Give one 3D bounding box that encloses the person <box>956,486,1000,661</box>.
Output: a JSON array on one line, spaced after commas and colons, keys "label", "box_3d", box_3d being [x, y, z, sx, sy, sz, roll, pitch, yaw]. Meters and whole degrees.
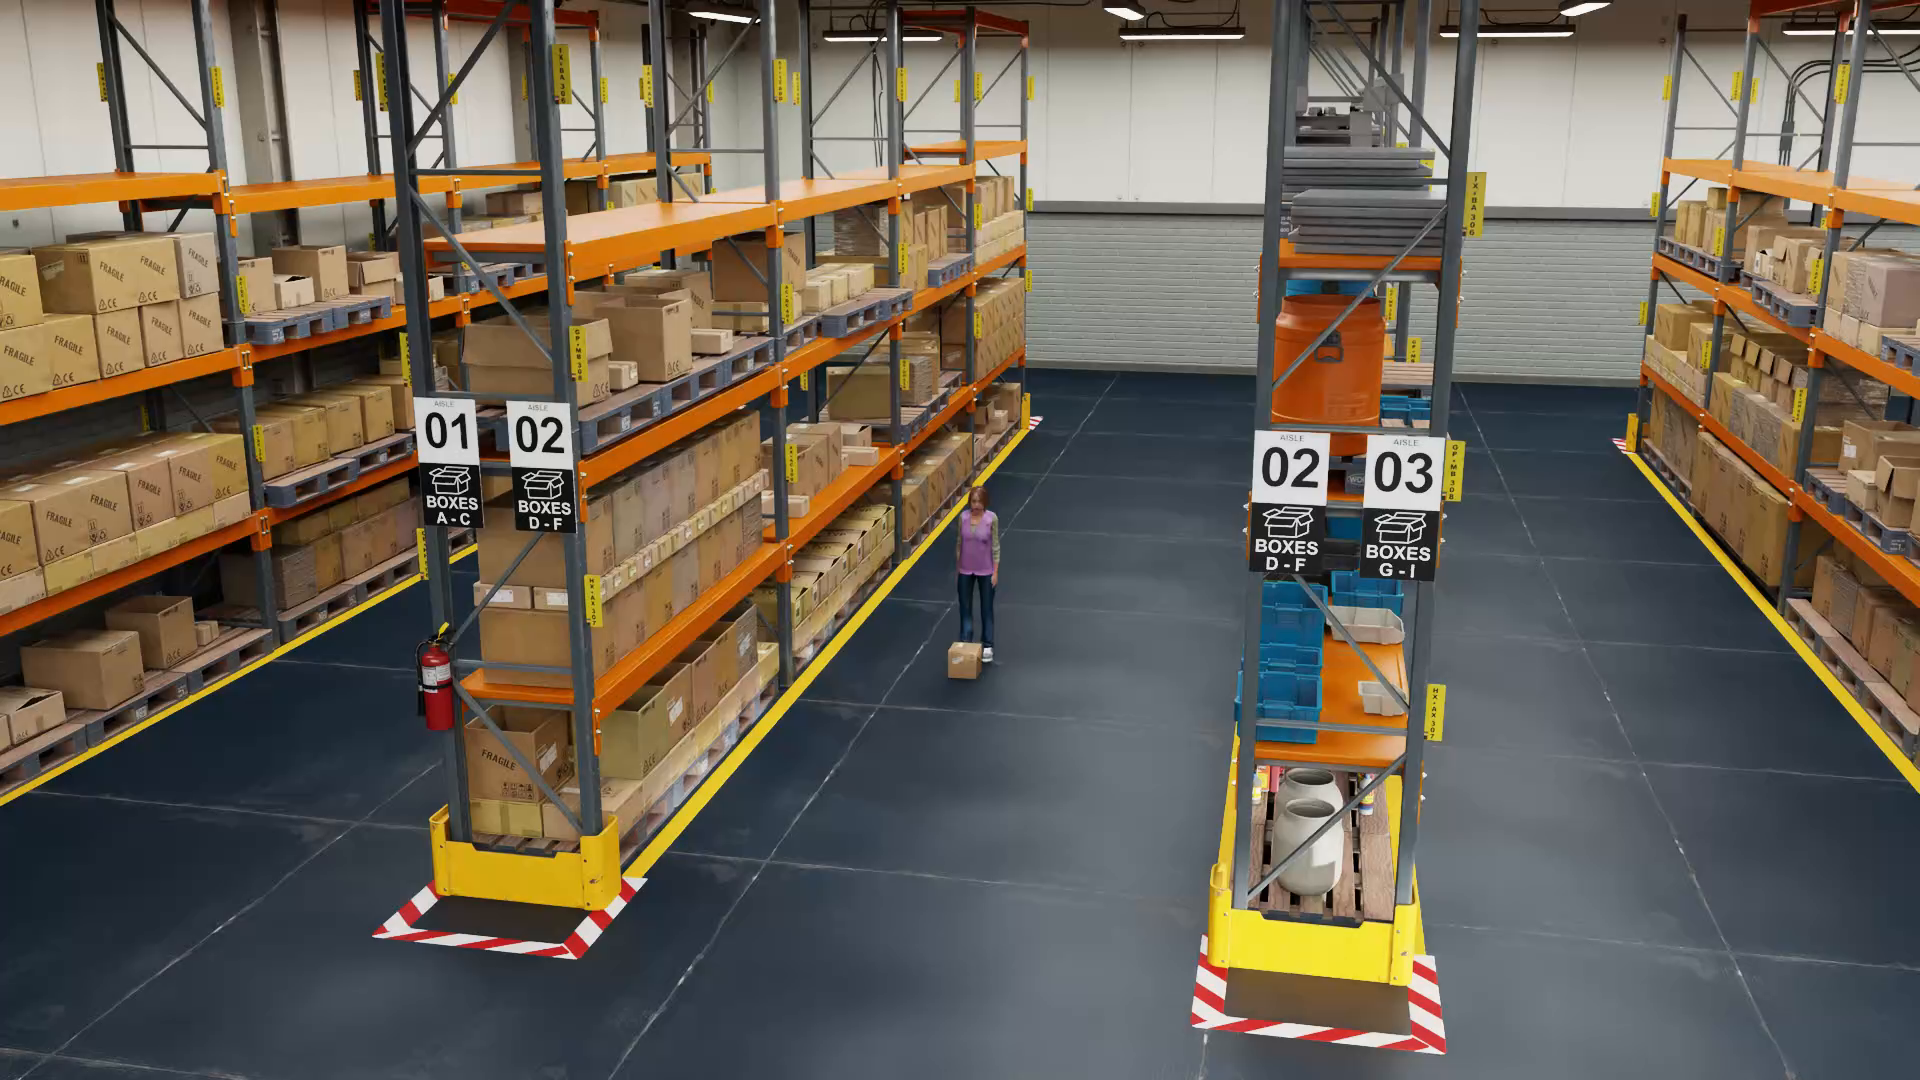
[{"label": "person", "box_3d": [0.161, 0.296, 14.925, 0.405, 1.600, 0.303, 3, 15, 13]}]
